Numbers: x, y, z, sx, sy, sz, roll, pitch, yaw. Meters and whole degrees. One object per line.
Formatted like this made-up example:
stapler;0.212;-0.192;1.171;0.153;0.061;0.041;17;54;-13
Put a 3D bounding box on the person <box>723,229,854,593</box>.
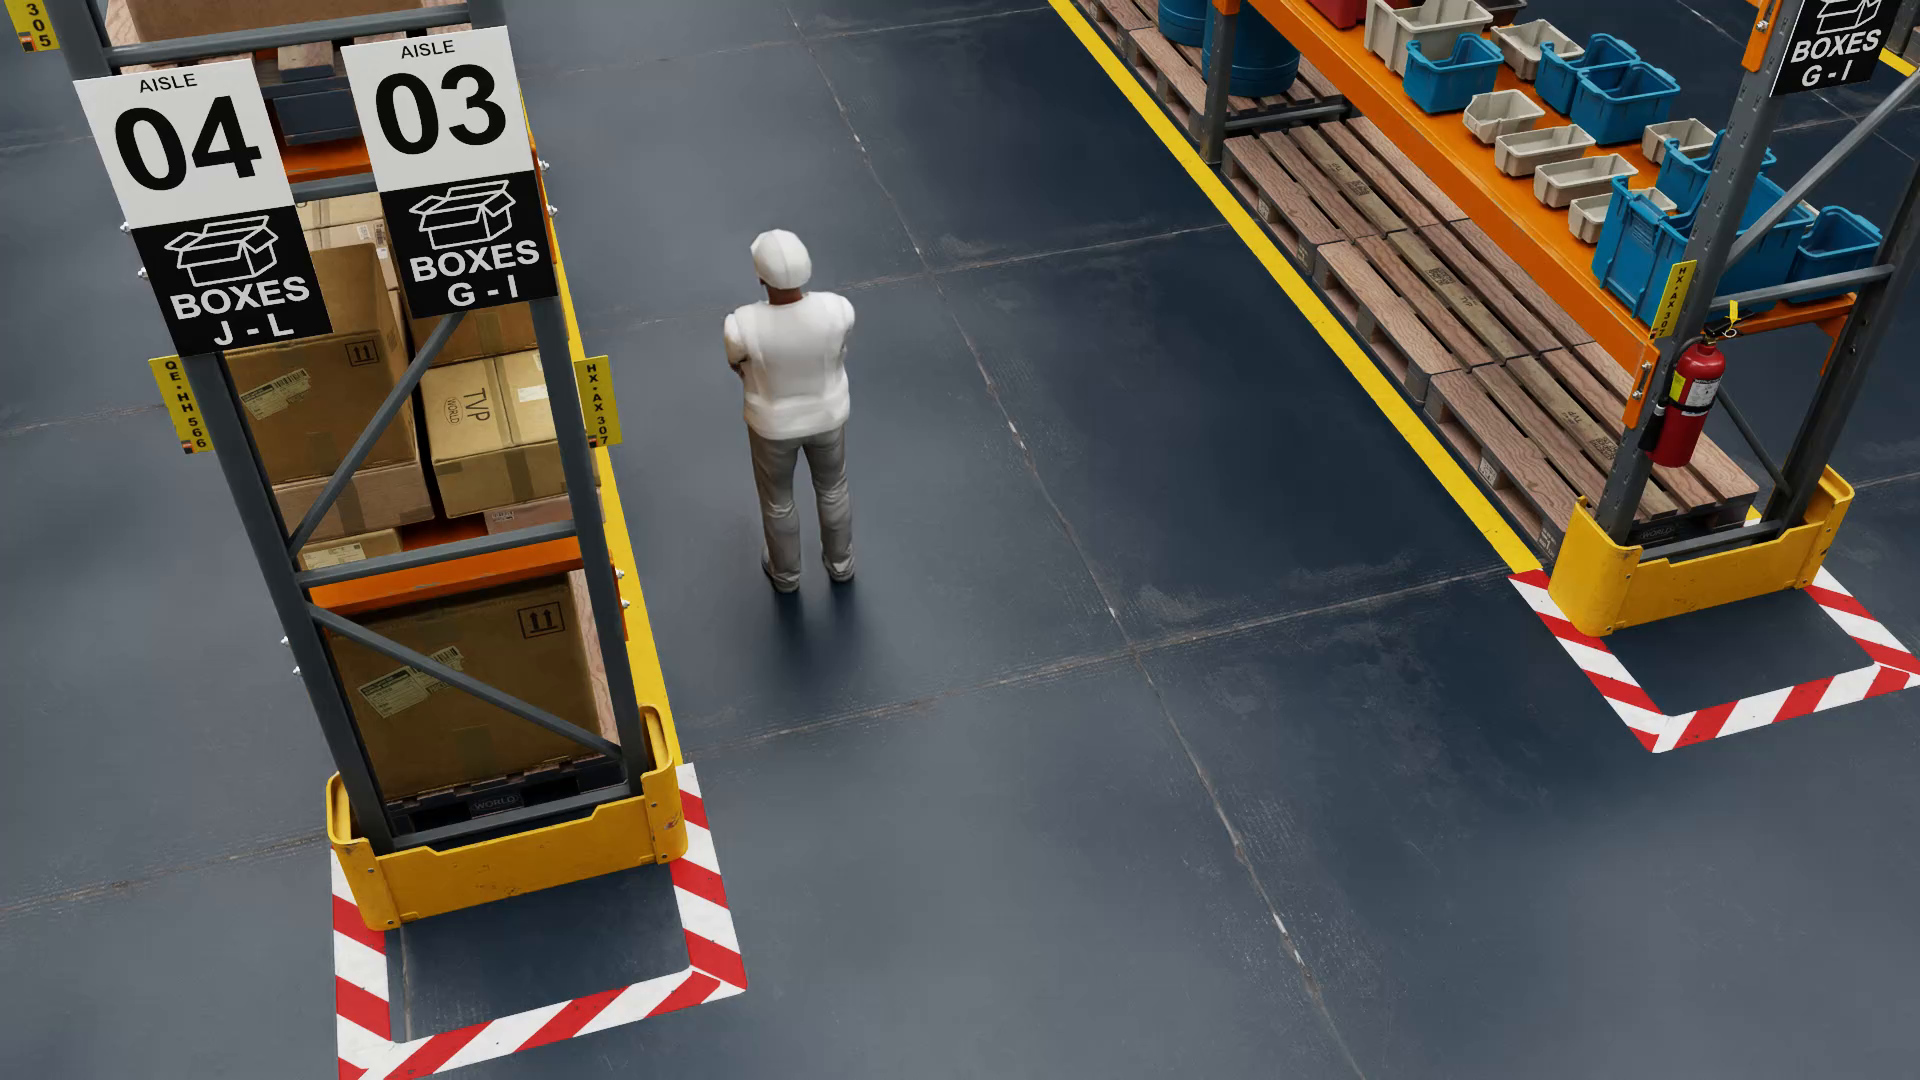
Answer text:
person;-0.694;-0.563;6.769;0.507;1.765;0.576;-12;43;-13
